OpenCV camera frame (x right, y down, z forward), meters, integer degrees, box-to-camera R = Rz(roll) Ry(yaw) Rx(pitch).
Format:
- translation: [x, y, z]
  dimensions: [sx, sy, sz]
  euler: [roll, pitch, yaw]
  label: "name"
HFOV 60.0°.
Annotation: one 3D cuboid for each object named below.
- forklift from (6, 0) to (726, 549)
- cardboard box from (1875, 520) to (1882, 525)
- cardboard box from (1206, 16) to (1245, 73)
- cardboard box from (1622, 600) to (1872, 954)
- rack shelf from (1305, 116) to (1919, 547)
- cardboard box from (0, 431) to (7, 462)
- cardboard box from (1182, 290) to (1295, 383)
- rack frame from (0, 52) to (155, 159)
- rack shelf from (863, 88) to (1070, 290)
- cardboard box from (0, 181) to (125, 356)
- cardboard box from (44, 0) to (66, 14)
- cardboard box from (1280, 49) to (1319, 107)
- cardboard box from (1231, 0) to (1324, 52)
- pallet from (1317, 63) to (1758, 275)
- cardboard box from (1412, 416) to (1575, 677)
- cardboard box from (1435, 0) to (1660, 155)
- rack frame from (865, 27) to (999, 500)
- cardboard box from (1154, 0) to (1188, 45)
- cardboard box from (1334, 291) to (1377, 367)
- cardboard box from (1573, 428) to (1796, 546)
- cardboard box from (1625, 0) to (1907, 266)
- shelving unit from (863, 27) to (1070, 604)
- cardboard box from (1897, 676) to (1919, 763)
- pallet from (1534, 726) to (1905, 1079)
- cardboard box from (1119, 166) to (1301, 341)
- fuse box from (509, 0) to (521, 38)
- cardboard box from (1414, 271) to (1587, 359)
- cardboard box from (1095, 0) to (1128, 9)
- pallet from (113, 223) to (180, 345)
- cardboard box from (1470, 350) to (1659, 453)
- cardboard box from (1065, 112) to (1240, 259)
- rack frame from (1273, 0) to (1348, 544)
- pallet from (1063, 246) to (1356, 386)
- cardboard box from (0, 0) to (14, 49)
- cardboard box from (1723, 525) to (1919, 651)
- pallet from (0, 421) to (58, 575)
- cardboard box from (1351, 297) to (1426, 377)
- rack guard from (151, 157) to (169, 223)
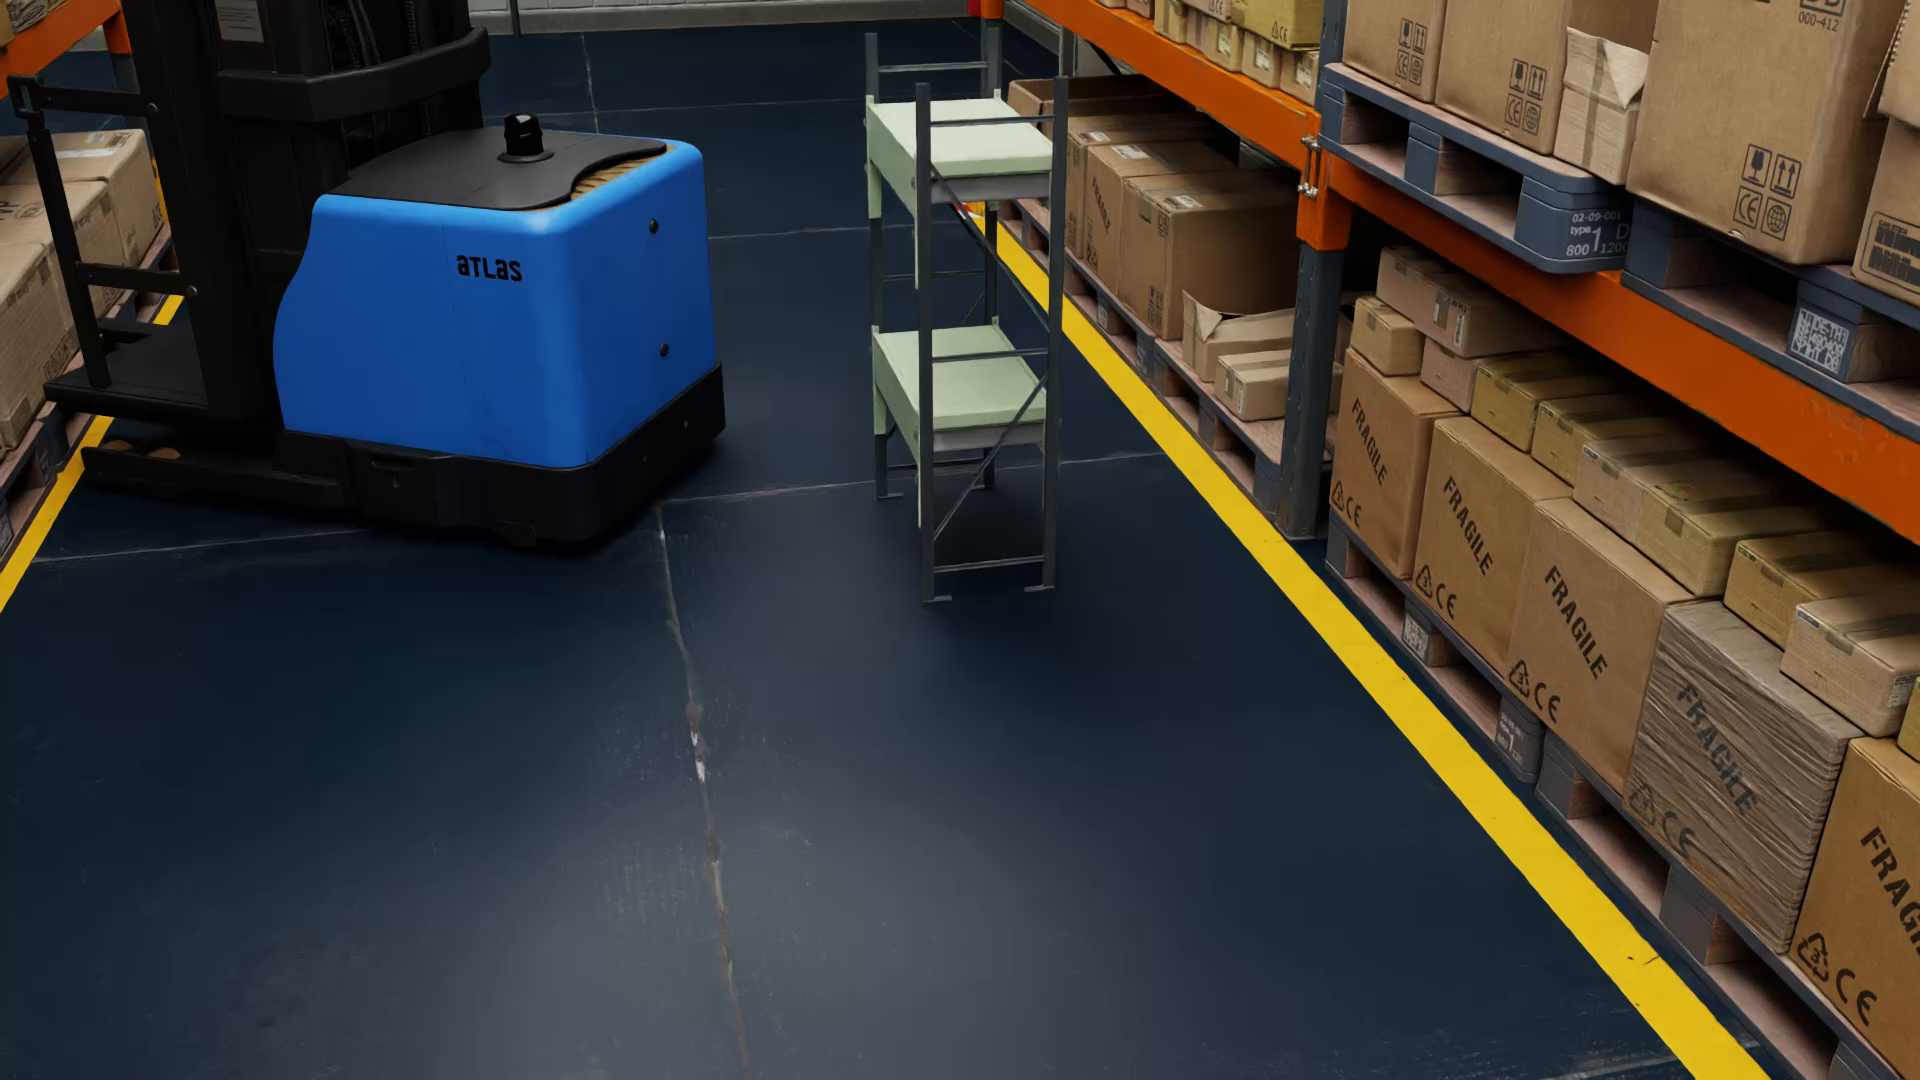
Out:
- translation: [-2.404, -1.663, 5.291]
  dimensions: [3.031, 2.935, 1.130]
  euler: [8, 28, 16]
  label: "forklift"
- translation: [2.204, -0.069, 3.647]
  dimensions: [0.380, 0.149, 0.250]
  euler: [-6, 27, -11]
  label: "cardboard box"
- translation: [1.027, -1.630, 5.430]
  dimensions: [0.380, 0.149, 0.250]
  euler: [-5, 27, -10]
  label: "cardboard box"
- translation: [1.745, 0.440, 3.358]
  dimensions: [0.500, 0.500, 0.500]
  euler: [-7, 28, -13]
  label: "cardboard box"
- translation: [1.957, -0.205, 3.126]
  dimensions: [1.077, 0.370, 4.000]
  euler: [-6, 27, -12]
  label: "rack shelf"
- translation: [-3.366, -0.229, 4.752]
  dimensions: [0.875, 0.438, 0.875]
  euler: [-6, 27, -12]
  label: "cardboard box"
- translation: [1.014, -0.743, 5.961]
  dimensions: [0.396, 0.266, 0.258]
  euler: [-5, 27, -10]
  label: "cardboard box"
- translation: [-4.230, -2.655, 7.181]
  dimensions: [1.000, 3.000, 0.127]
  euler: [-6, 27, -12]
  label: "rack frame"
- translation: [0.002, -1.015, 4.730]
  dimensions: [0.431, 0.370, 0.720]
  euler: [-6, 27, -12]
  label: "rack shelf"
- translation: [-3.769, -1.018, 6.315]
  dimensions: [0.875, 0.438, 0.875]
  euler: [-5, 27, -10]
  label: "cardboard box"
- translation: [-3.765, -2.293, 6.353]
  dimensions: [0.500, 0.500, 0.500]
  euler: [-7, 28, -13]
  label: "cardboard box"
- translation: [1.189, -1.407, 4.987]
  dimensions: [0.380, 0.149, 0.250]
  euler: [-6, 27, -11]
  label: "cardboard box"
- translation: [1.154, -1.669, 5.064]
  dimensions: [0.500, 0.250, 0.500]
  euler: [-5, 27, -10]
  label: "cardboard box"
- translation: [1.580, -0.957, 4.030]
  dimensions: [1.003, 0.211, 1.213]
  euler: [-6, 27, -12]
  label: "pallet"
- translation: [1.526, -0.008, 4.245]
  dimensions: [0.500, 0.500, 0.500]
  euler: [-6, 27, -12]
  label: "cardboard box"
- translation: [1.514, -1.174, 3.670]
  dimensions: [0.700, 0.500, 0.500]
  euler: [-6, 27, -11]
  label: "cardboard box"
- translation: [-0.081, -0.827, 5.225]
  dimensions: [0.400, 1.500, 0.023]
  euler: [-6, 27, -12]
  label: "rack frame"
- translation: [0.909, -1.858, 5.880]
  dimensions: [0.380, 0.149, 0.250]
  euler: [-6, 27, -12]
  label: "cardboard box"
- translation: [1.588, -0.706, 5.837]
  dimensions: [0.500, 0.311, 0.500]
  euler: [-5, 27, -10]
  label: "cardboard box"
- translation: [1.630, -0.123, 3.754]
  dimensions: [0.380, 0.149, 0.250]
  euler: [-6, 27, -12]
  label: "cardboard box"
- translation: [1.691, -0.830, 2.988]
  dimensions: [0.700, 0.500, 0.500]
  euler: [-6, 27, -12]
  label: "cardboard box"
- translation: [0.002, -0.667, 4.906]
  dimensions: [0.431, 1.500, 0.755]
  euler: [-6, 27, -12]
  label: "shelving unit"
- translation: [1.870, 0.333, 2.850]
  dimensions: [0.380, 0.149, 0.250]
  euler: [-6, 27, -12]
  label: "cardboard box"
- translation: [2.005, 0.730, 3.569]
  dimensions: [1.003, 0.211, 1.213]
  euler: [-6, 27, -12]
  label: "pallet"
- translation: [1.039, -1.119, 6.446]
  dimensions: [0.700, 0.500, 0.500]
  euler: [-7, 28, -14]
  label: "cardboard box"
- translation: [-3.444, -4.702, 12.667]
  dimensions: [0.539, 1.711, 0.414]
  euler: [-6, 27, -12]
  label: "fuse box"
- translation: [1.433, -0.605, 4.377]
  dimensions: [0.380, 0.149, 0.250]
  euler: [-7, 28, -14]
  label: "cardboard box"
- translation: [0.733, -2.192, 6.543]
  dimensions: [0.380, 0.149, 0.250]
  euler: [-5, 27, -10]
  label: "cardboard box"
- translation: [-3.974, -1.067, 7.130]
  dimensions: [1.003, 0.211, 1.213]
  euler: [-6, 27, -12]
  label: "pallet"
- translation: [1.535, -0.356, 4.214]
  dimensions: [0.380, 0.149, 0.250]
  euler: [-7, 28, -14]
  label: "cardboard box"
- translation: [0.805, -1.575, 7.349]
  dimensions: [0.700, 0.500, 0.500]
  euler: [-5, 27, -9]
  label: "cardboard box"
- translation: [1.506, -1.405, 4.704]
  dimensions: [1.000, 3.000, 0.127]
  euler: [-6, 27, -12]
  label: "rack frame"
- translation: [1.074, -0.998, 6.993]
  dimensions: [1.003, 0.211, 1.213]
  euler: [-6, 27, -12]
  label: "pallet"
- translation: [-3.511, -1.843, 5.461]
  dimensions: [0.500, 0.500, 0.500]
  euler: [-5, 27, -10]
  label: "cardboard box"
- translation: [1.773, 0.101, 3.309]
  dimensions: [0.380, 0.149, 0.250]
  euler: [-6, 27, -11]
  label: "cardboard box"
- translation: [-3.424, 0.004, 5.007]
  dimensions: [1.003, 0.211, 1.213]
  euler: [-6, 27, -12]
  label: "pallet"
- translation: [1.328, -0.581, 4.661]
  dimensions: [0.380, 0.149, 0.250]
  euler: [-5, 27, -9]
  label: "cardboard box"
- translation: [-4.235, -1.549, 7.765]
  dimensions: [1.175, 0.500, 0.348]
  euler: [-6, 27, -12]
  label: "rack guard"
